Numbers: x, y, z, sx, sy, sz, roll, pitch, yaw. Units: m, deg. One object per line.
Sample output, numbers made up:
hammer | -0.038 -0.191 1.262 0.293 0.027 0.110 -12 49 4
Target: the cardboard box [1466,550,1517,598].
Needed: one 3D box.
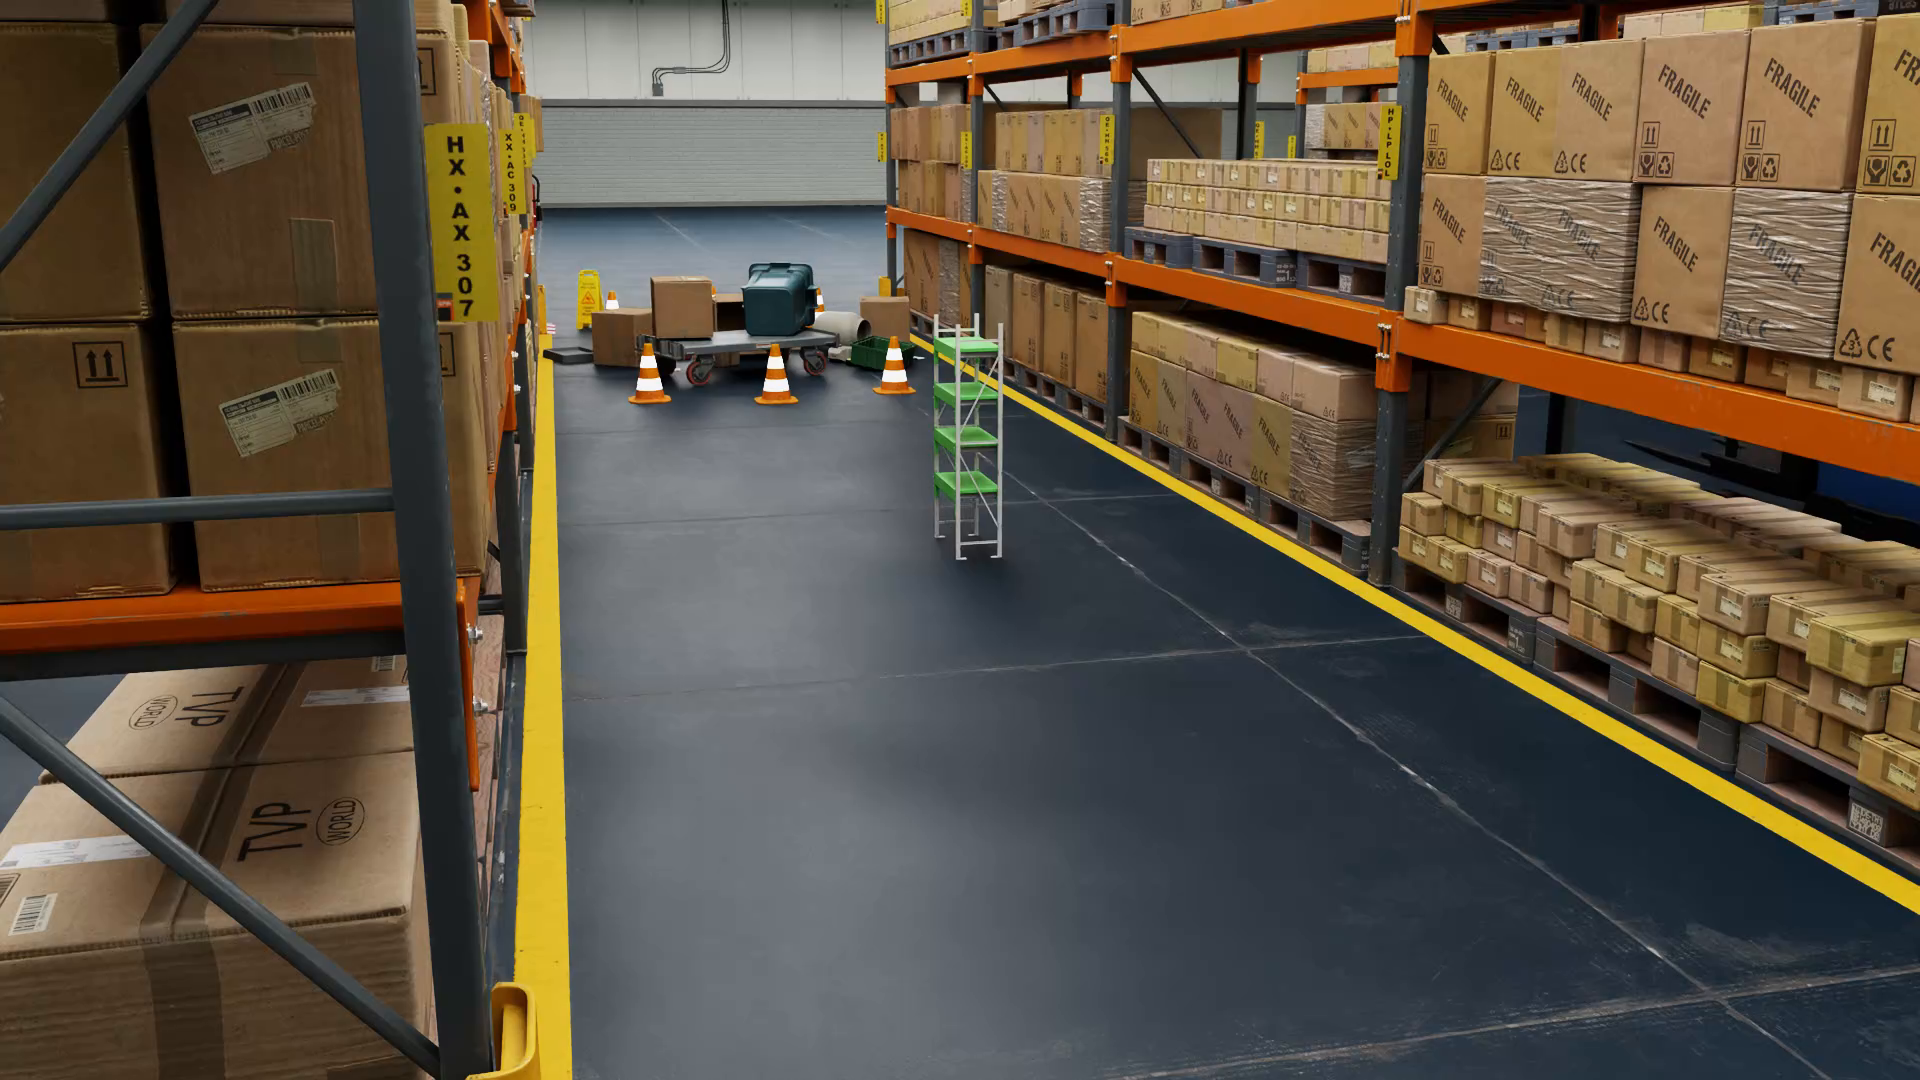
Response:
cardboard box | 2.420 0.137 7.169 0.380 0.149 0.250 -3 14 -13

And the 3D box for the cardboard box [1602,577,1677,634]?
cardboard box | 2.622 0.231 6.157 0.380 0.149 0.250 -3 14 -13

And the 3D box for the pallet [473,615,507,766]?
pallet | -2.210 0.572 6.142 1.003 0.211 1.213 -3 14 -13

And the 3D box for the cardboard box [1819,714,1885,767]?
cardboard box | 2.952 0.613 5.221 0.380 0.149 0.250 -3 14 -13

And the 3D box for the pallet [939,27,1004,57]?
pallet | 0.415 -4.711 15.755 1.003 0.211 1.213 -3 14 -13

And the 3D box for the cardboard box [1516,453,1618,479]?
cardboard box | 2.812 -0.302 7.713 0.380 0.149 0.250 -3 14 -12

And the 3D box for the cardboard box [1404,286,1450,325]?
cardboard box | 2.224 -1.056 7.459 0.380 0.149 0.250 -3 14 -11

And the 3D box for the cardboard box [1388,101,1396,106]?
cardboard box | 4.834 -4.358 17.502 0.500 0.500 0.500 -3 14 -13

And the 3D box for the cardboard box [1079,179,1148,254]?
cardboard box | 1.170 -2.322 11.901 0.500 0.500 0.500 -3 14 -13

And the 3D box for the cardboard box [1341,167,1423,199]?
cardboard box | 2.128 -1.776 8.269 0.380 0.149 0.250 -4 14 -15

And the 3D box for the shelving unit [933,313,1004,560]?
shelving unit | 0.039 -0.545 8.628 0.258 1.200 0.503 -3 14 -13

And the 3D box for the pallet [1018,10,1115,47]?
pallet | 1.068 -3.953 12.866 1.003 0.211 1.213 -3 14 -11

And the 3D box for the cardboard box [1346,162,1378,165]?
cardboard box | 2.459 -2.110 9.632 0.380 0.149 0.250 -3 14 -11

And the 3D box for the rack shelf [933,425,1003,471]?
rack shelf | 0.039 -0.483 8.644 0.258 0.148 0.480 -3 14 -13

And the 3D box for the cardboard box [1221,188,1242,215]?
cardboard box | 1.759 -1.991 9.775 0.380 0.149 0.250 -3 14 -14

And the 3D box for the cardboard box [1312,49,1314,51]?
cardboard box | 4.342 -5.785 19.441 0.380 0.149 0.250 -3 14 -14

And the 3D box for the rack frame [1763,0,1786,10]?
rack frame | 6.381 -5.352 11.873 1.000 3.000 0.127 -3 14 -13

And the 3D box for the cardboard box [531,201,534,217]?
cardboard box | -4.538 -3.364 16.906 0.380 0.149 0.250 -3 14 -12

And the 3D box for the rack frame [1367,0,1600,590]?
rack frame | 2.476 -1.262 7.772 1.000 3.000 0.127 -3 14 -13

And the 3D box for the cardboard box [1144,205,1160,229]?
cardboard box | 1.445 -2.152 11.060 0.380 0.149 0.250 -3 14 -14

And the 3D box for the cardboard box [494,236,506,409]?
cardboard box | -1.696 -0.685 5.199 0.500 0.500 0.500 -3 14 -14

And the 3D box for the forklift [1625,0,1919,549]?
forklift | 4.855 -1.502 8.897 1.130 2.935 3.031 -3 14 -11

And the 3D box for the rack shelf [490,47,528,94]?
rack shelf | -4.661 -4.377 15.719 1.077 0.370 4.000 -3 14 -13

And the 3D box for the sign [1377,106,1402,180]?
sign | 1.937 -1.793 7.504 0.100 0.325 0.005 -3 14 -13

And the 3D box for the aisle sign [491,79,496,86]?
aisle sign | -4.863 -5.024 17.694 0.394 0.787 0.004 -3 14 -13

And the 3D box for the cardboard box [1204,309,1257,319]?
cardboard box | 1.952 -1.395 11.121 0.500 0.250 0.500 -4 14 -15

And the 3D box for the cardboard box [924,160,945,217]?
cardboard box | 0.113 -3.638 17.182 0.875 0.550 0.500 -3 14 -13

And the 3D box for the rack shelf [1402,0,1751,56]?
rack shelf | 2.946 -1.908 5.613 1.077 0.370 4.000 -3 14 -13

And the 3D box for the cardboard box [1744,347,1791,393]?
cardboard box | 2.847 -0.579 5.504 0.380 0.149 0.250 -4 14 -16

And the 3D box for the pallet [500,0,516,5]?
pallet | -2.783 -2.847 8.339 1.003 0.211 1.213 -3 14 -11

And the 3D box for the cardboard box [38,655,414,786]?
cardboard box | -1.848 0.643 4.487 0.875 0.438 0.875 -3 14 -12

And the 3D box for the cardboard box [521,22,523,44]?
cardboard box | -4.384 -4.805 15.642 0.500 0.250 0.500 -3 14 -13

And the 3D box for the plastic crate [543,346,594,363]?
plastic crate | -3.763 -1.798 16.117 0.402 0.080 0.583 -9 16 -33

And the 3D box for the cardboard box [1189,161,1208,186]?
cardboard box | 1.637 -2.258 10.242 0.380 0.149 0.250 -4 14 -16

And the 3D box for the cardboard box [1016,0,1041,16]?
cardboard box | 0.673 -4.357 13.555 0.380 0.149 0.250 -3 14 -13

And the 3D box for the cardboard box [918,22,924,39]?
cardboard box | -0.217 -5.171 16.886 0.380 0.149 0.250 -3 14 -13

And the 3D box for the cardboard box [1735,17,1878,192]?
cardboard box | 2.816 -1.346 5.172 0.500 0.500 0.500 -3 14 -10

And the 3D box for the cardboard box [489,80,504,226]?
cardboard box | -1.933 -1.403 6.034 0.500 0.500 0.500 -3 14 -14

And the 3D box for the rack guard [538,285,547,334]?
rack guard | -5.112 -2.499 18.103 1.175 0.500 0.348 -3 14 -13

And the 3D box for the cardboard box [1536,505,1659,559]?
cardboard box | 2.533 -0.034 6.616 0.380 0.149 0.250 -3 14 -12

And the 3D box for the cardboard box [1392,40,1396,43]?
cardboard box | 4.770 -5.301 17.461 0.380 0.149 0.250 -3 14 -11

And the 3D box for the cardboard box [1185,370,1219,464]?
cardboard box | 1.701 -0.763 10.112 0.500 0.500 0.500 -4 14 -15

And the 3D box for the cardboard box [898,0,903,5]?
cardboard box | -0.455 -5.794 17.754 0.380 0.149 0.250 -3 14 -14

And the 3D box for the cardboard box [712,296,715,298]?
cardboard box | -2.257 -2.254 17.093 0.637 0.503 0.797 10 17 35

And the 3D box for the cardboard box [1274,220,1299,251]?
cardboard box | 1.942 -1.664 9.061 0.380 0.149 0.250 -4 14 -16

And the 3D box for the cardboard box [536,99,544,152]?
cardboard box | -4.467 -4.075 16.342 0.700 0.500 0.500 -3 14 -14

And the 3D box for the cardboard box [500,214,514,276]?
cardboard box | -2.141 -1.250 6.985 0.500 0.250 0.500 -4 14 -15

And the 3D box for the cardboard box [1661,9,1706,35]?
cardboard box | 5.902 -4.032 13.105 0.500 0.250 0.500 -3 14 -13

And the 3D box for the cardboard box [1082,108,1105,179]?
cardboard box | 1.321 -2.940 12.322 0.700 0.500 0.500 -3 14 -14

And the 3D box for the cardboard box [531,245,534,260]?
cardboard box | -4.161 -2.658 15.447 0.380 0.149 0.250 -3 14 -11

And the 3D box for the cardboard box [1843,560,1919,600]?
cardboard box | 3.311 0.174 5.764 0.380 0.149 0.250 -3 14 -11

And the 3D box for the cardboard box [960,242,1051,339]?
cardboard box | 0.517 -2.428 16.138 0.875 0.875 0.875 -3 14 -12

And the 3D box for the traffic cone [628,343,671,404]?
traffic cone | -2.539 -1.368 13.551 0.336 0.463 0.334 -3 14 -13

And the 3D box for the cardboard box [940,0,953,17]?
cardboard box | 0.113 -5.105 15.774 0.500 0.250 0.500 -3 14 -13

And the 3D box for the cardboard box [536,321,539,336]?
cardboard box | -4.203 -1.950 15.498 0.500 0.250 0.500 -2 14 -10

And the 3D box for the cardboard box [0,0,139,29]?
cardboard box | -1.652 -0.961 2.856 0.380 0.149 0.250 -3 14 -12

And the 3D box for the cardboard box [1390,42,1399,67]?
cardboard box | 4.844 -5.074 17.370 0.500 0.250 0.500 -3 14 -14

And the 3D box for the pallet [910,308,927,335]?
pallet | -0.079 -2.495 18.697 1.003 0.211 1.213 -3 14 -13
